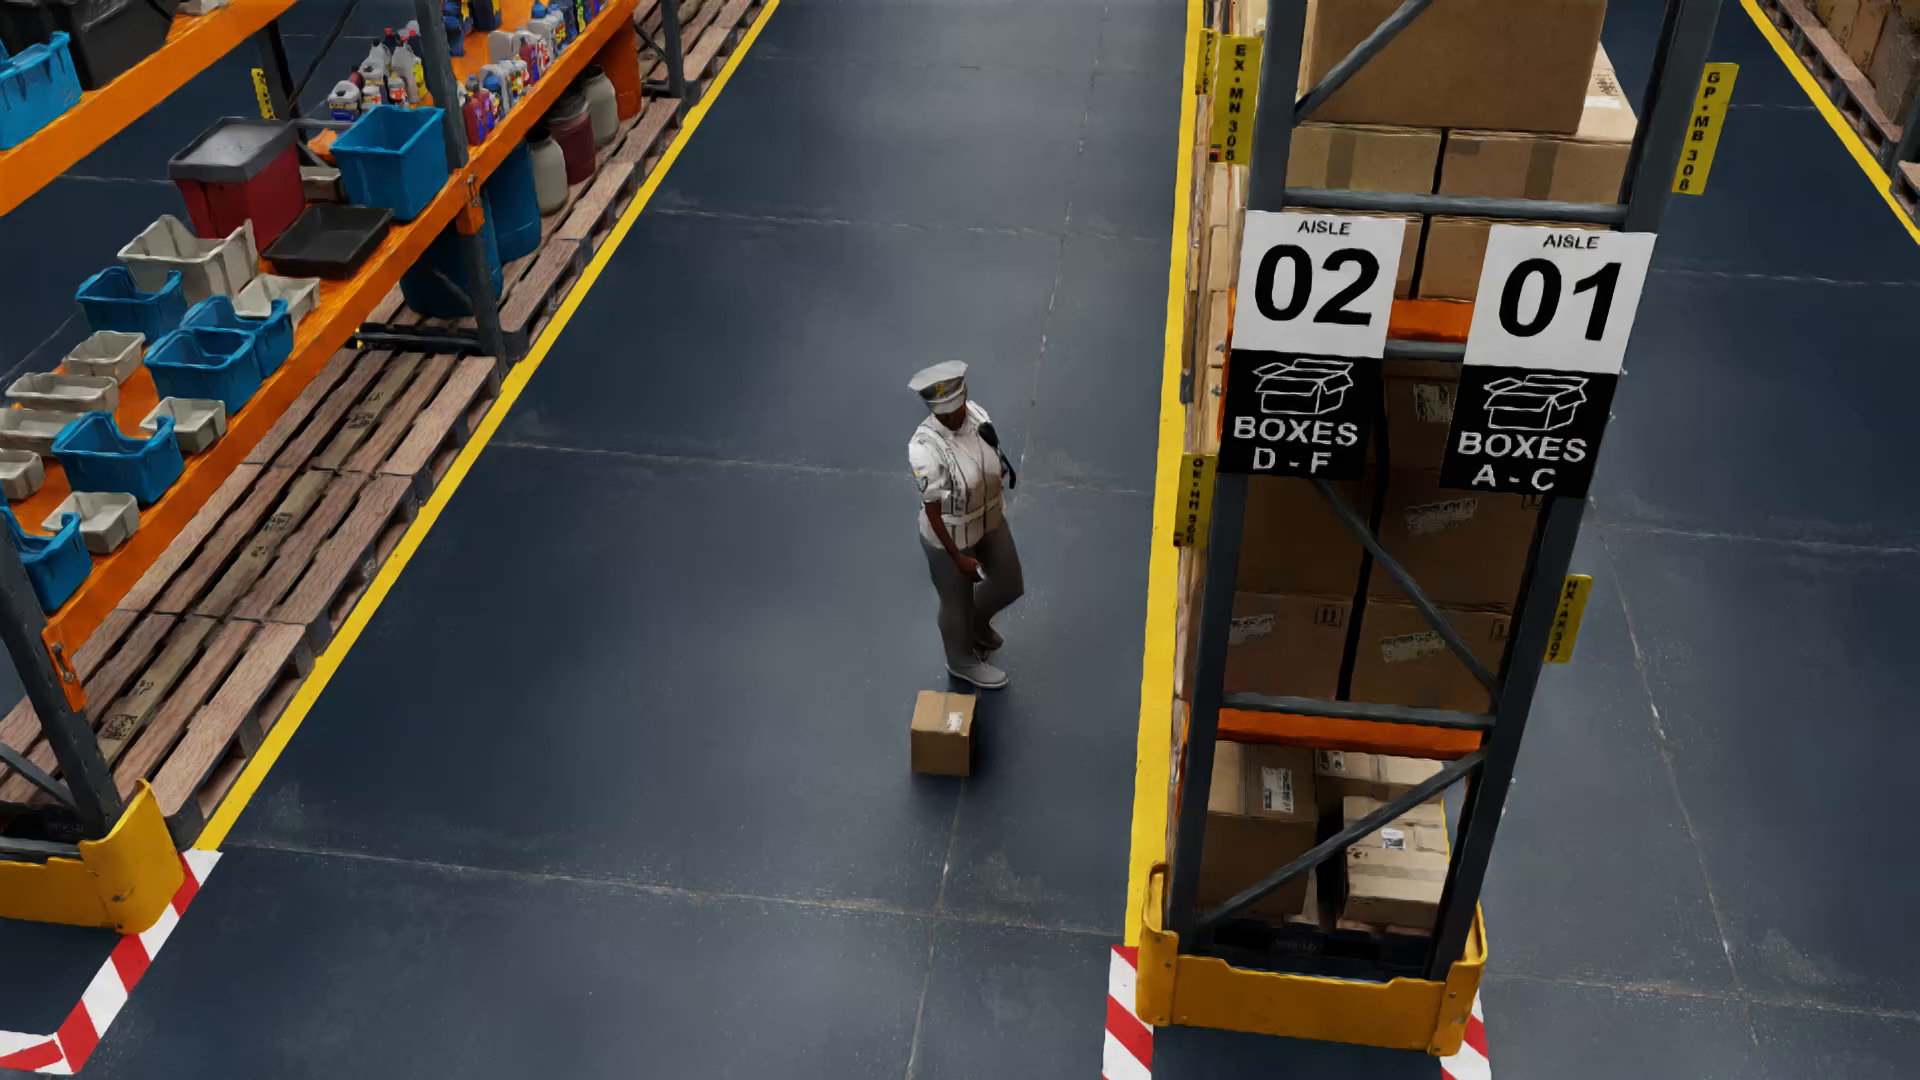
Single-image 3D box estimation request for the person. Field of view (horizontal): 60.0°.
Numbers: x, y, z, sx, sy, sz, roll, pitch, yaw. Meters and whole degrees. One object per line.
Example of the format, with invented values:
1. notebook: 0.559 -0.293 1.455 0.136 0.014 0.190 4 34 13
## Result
1. person: 0.037 -0.046 7.108 0.408 1.665 0.574 28 45 33
